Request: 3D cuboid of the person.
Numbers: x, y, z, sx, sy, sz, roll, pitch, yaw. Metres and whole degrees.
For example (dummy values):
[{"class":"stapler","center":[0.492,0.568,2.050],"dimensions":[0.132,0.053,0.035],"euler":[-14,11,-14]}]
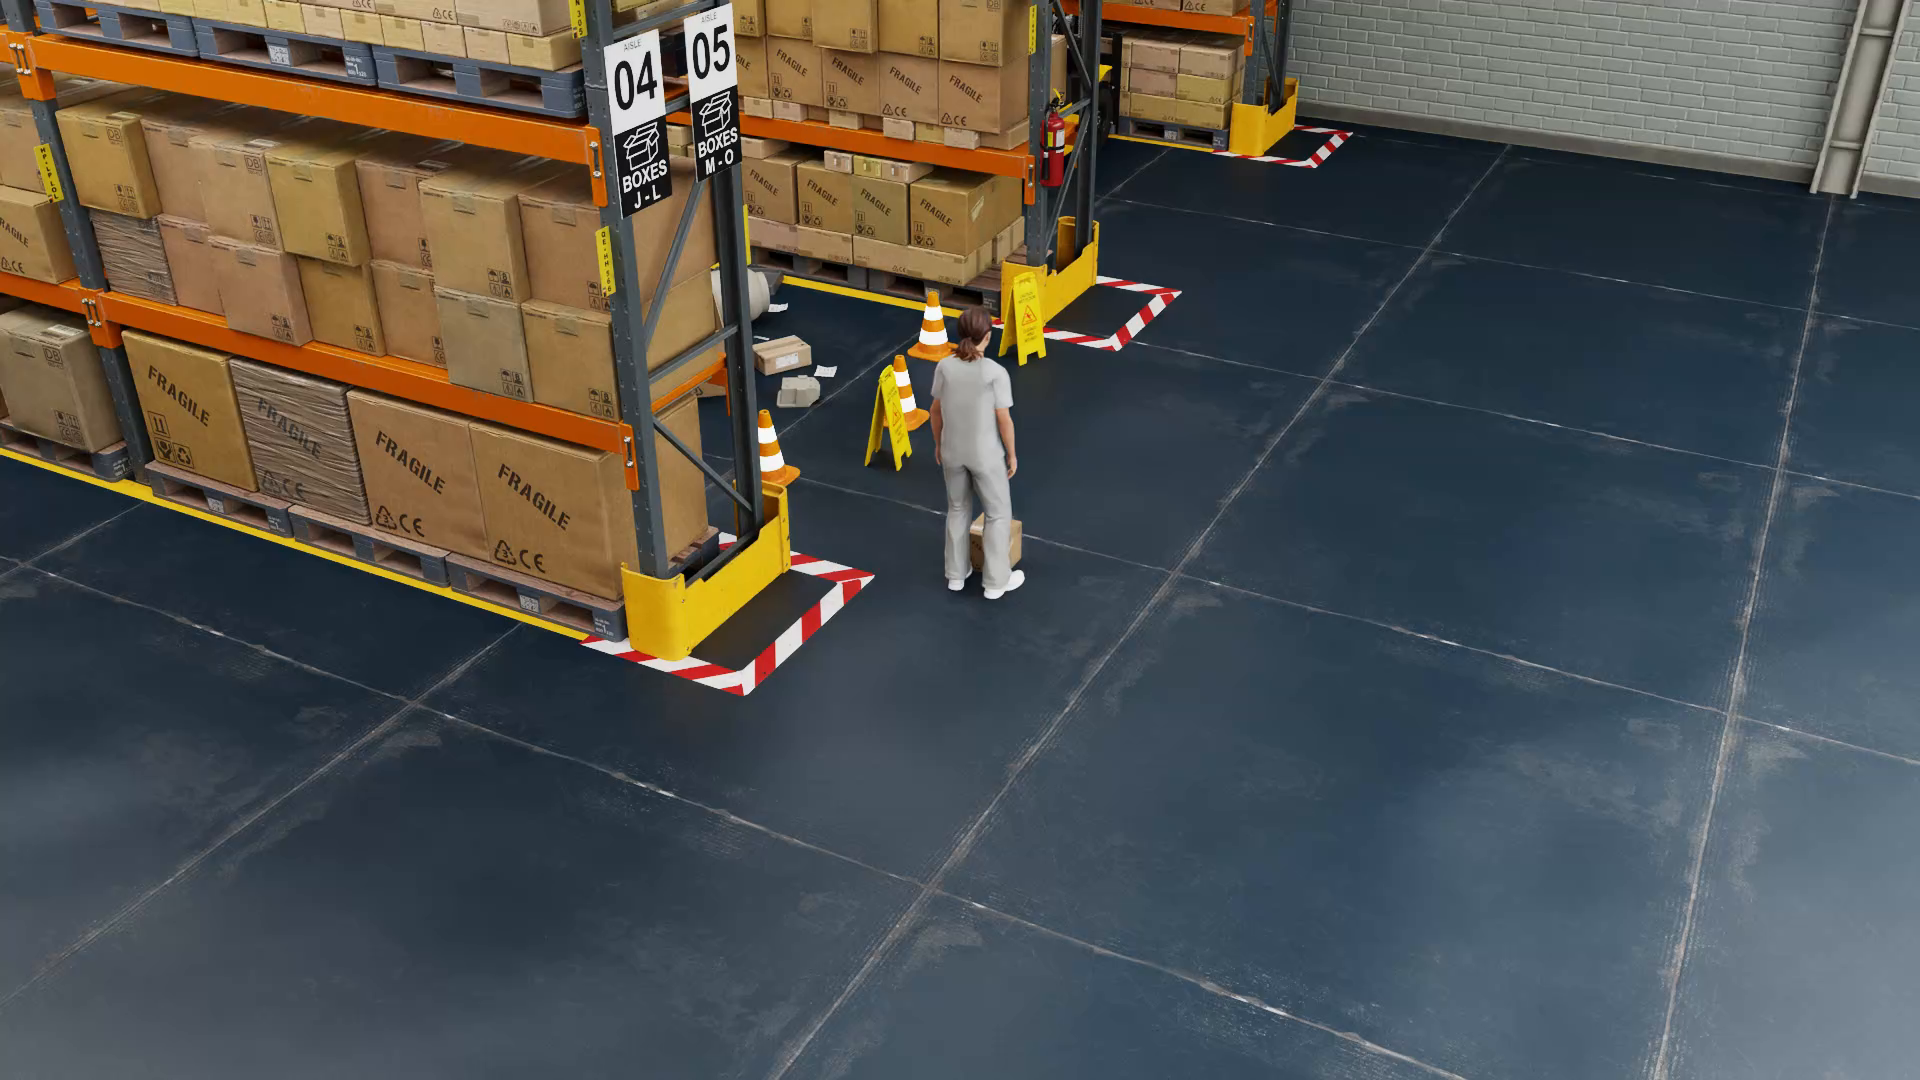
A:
[{"class":"person","center":[0.083,-0.470,9.101],"dimensions":[0.512,1.667,0.360],"euler":[12,32,20]}]
